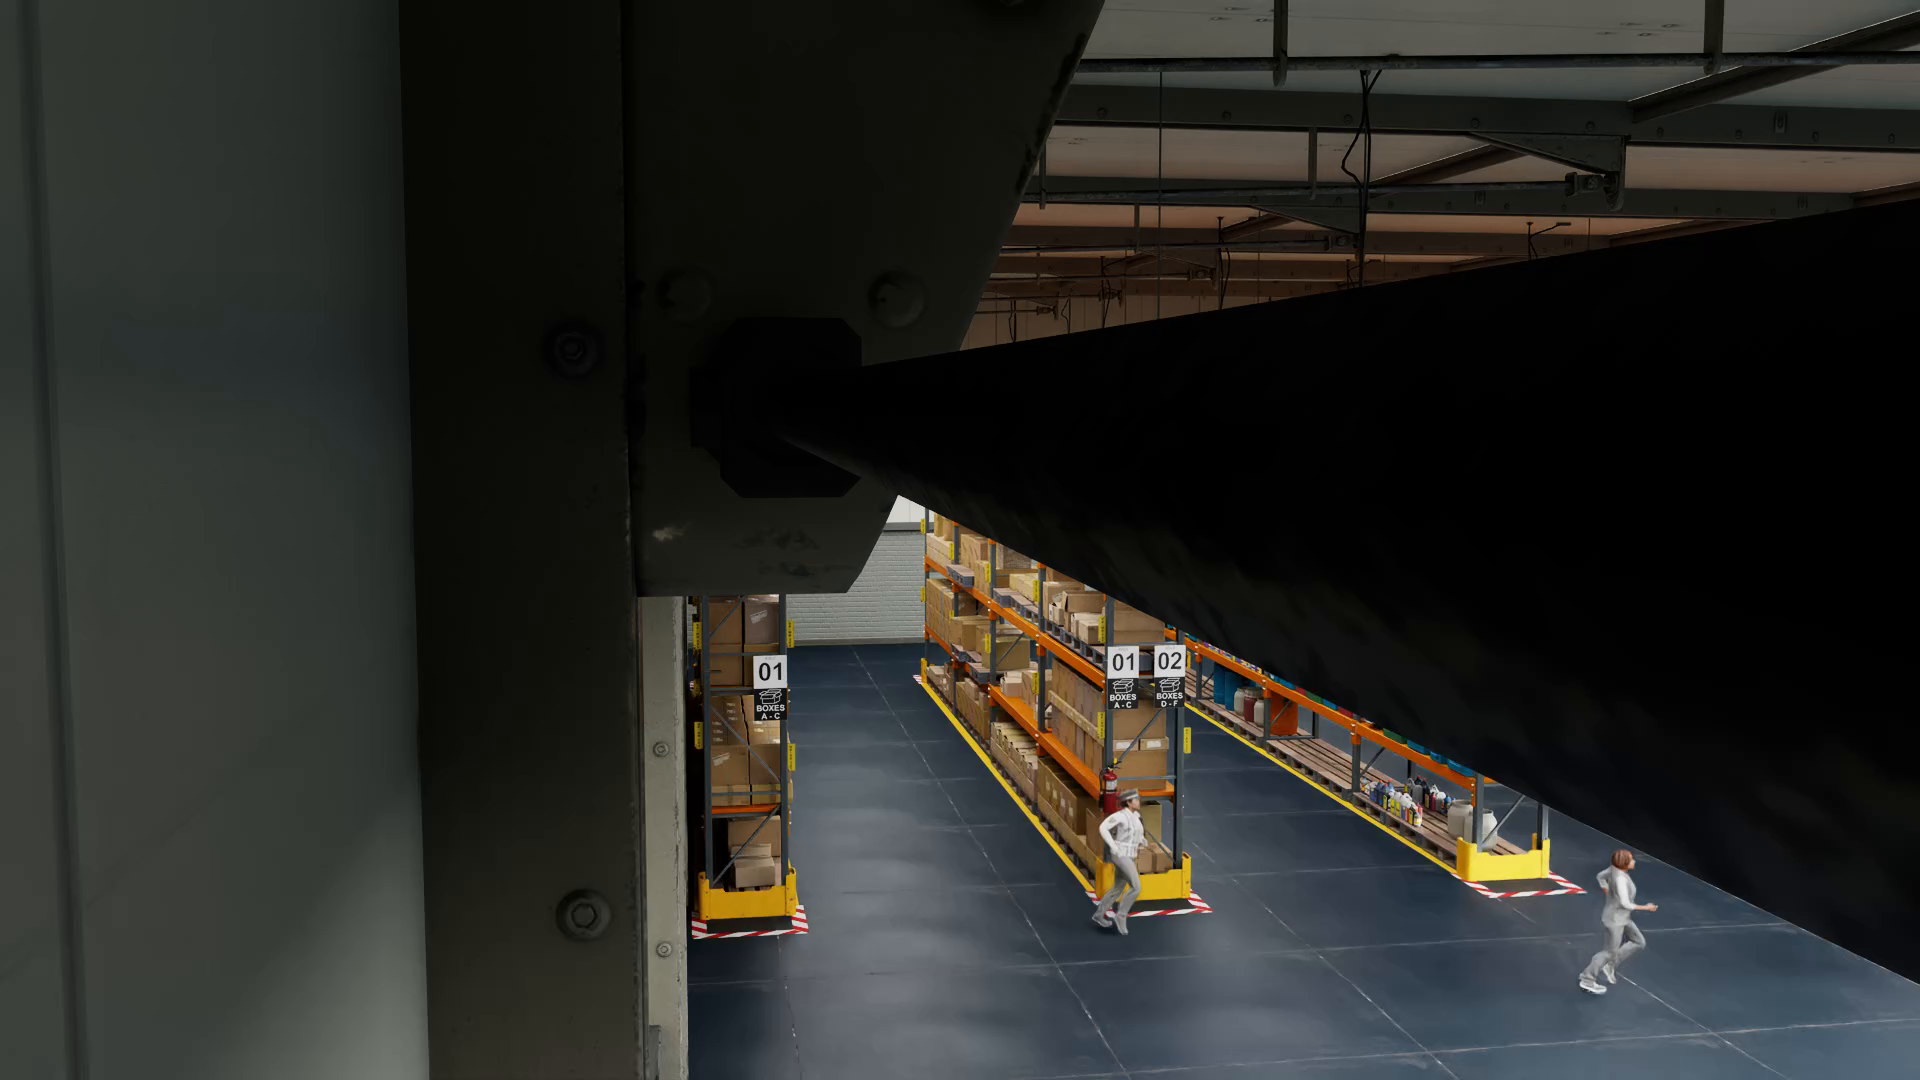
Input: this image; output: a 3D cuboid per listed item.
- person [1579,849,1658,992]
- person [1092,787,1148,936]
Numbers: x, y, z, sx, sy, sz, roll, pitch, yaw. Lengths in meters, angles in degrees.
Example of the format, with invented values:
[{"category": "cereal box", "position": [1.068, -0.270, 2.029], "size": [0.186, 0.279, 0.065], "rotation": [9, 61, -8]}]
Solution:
[{"category": "person", "position": [6.941, 4.000, 17.521], "size": [0.745, 1.555, 0.560], "rotation": [2, 5, 22]}, {"category": "person", "position": [1.928, 3.785, 19.707], "size": [0.640, 1.695, 0.628], "rotation": [2, 6, 26]}]
